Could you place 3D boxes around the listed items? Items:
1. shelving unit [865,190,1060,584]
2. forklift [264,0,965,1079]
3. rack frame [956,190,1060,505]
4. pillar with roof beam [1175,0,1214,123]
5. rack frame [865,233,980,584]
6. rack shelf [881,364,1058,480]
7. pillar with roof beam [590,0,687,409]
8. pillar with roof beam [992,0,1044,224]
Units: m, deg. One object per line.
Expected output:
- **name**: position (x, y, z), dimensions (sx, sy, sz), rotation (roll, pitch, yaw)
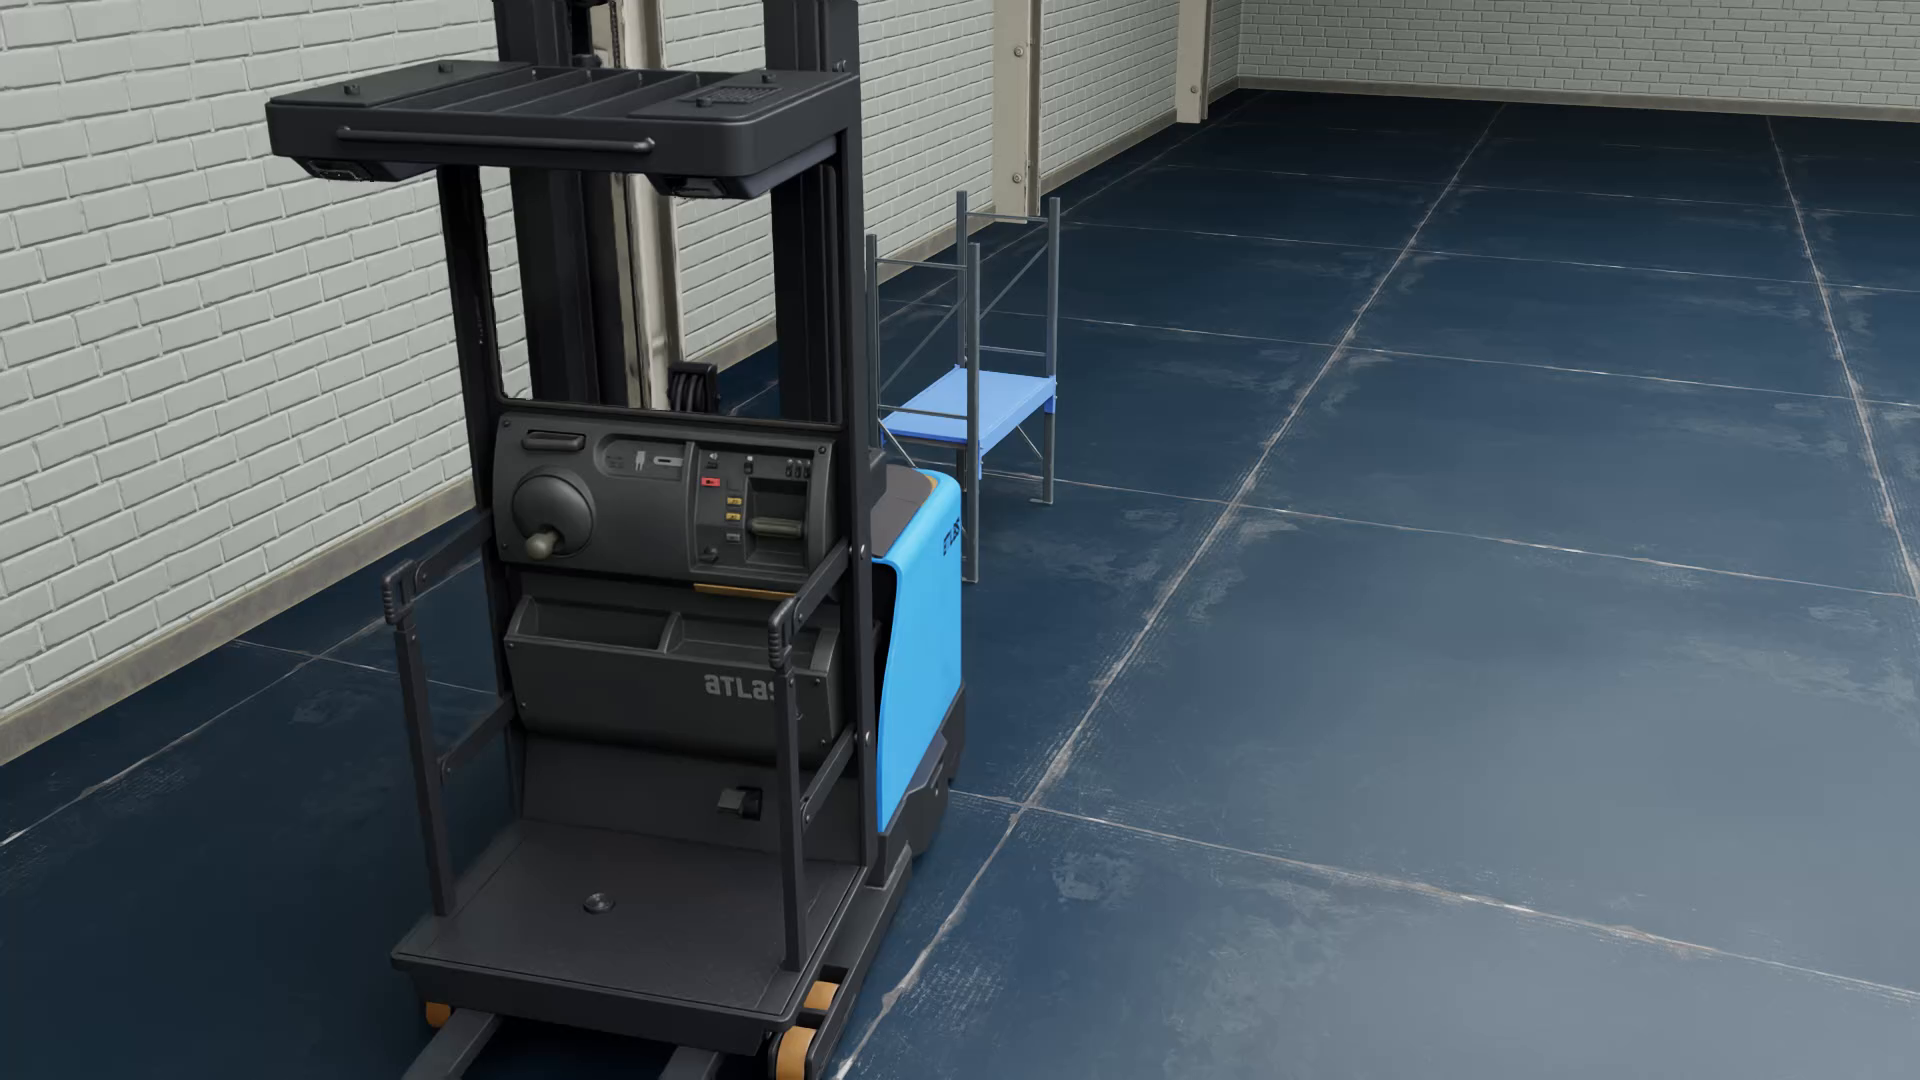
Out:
- **shelving unit**: position (0.032, -0.723, 7.534), dimensions (0.538, 1.500, 1.048), rotation (9, 24, 20)
- **forklift**: position (-0.832, -0.083, 4.146), dimensions (1.130, 2.935, 3.031), rotation (5, 23, 13)
- **rack frame**: position (0.221, -0.904, 7.970), dimensions (0.500, 1.500, 0.032), rotation (9, 24, 20)
- **pillar with roof beam**: position (6.713, -8.483, 16.383), dimensions (9.100, 9.000, 0.400), rotation (9, 24, 20)
- **rack frame**: position (-0.157, -0.541, 7.098), dimensions (0.500, 1.500, 0.032), rotation (9, 24, 20)
- **rack shelf**: position (0.032, -0.557, 7.603), dimensions (0.538, 0.185, 1.000), rotation (9, 24, 20)
- **pillar with roof beam**: position (2.255, -4.189, 6.103), dimensions (9.100, 9.000, 0.400), rotation (9, 24, 20)
- **pillar with roof beam**: position (4.484, -6.336, 11.243), dimensions (9.100, 9.000, 0.400), rotation (9, 24, 20)
